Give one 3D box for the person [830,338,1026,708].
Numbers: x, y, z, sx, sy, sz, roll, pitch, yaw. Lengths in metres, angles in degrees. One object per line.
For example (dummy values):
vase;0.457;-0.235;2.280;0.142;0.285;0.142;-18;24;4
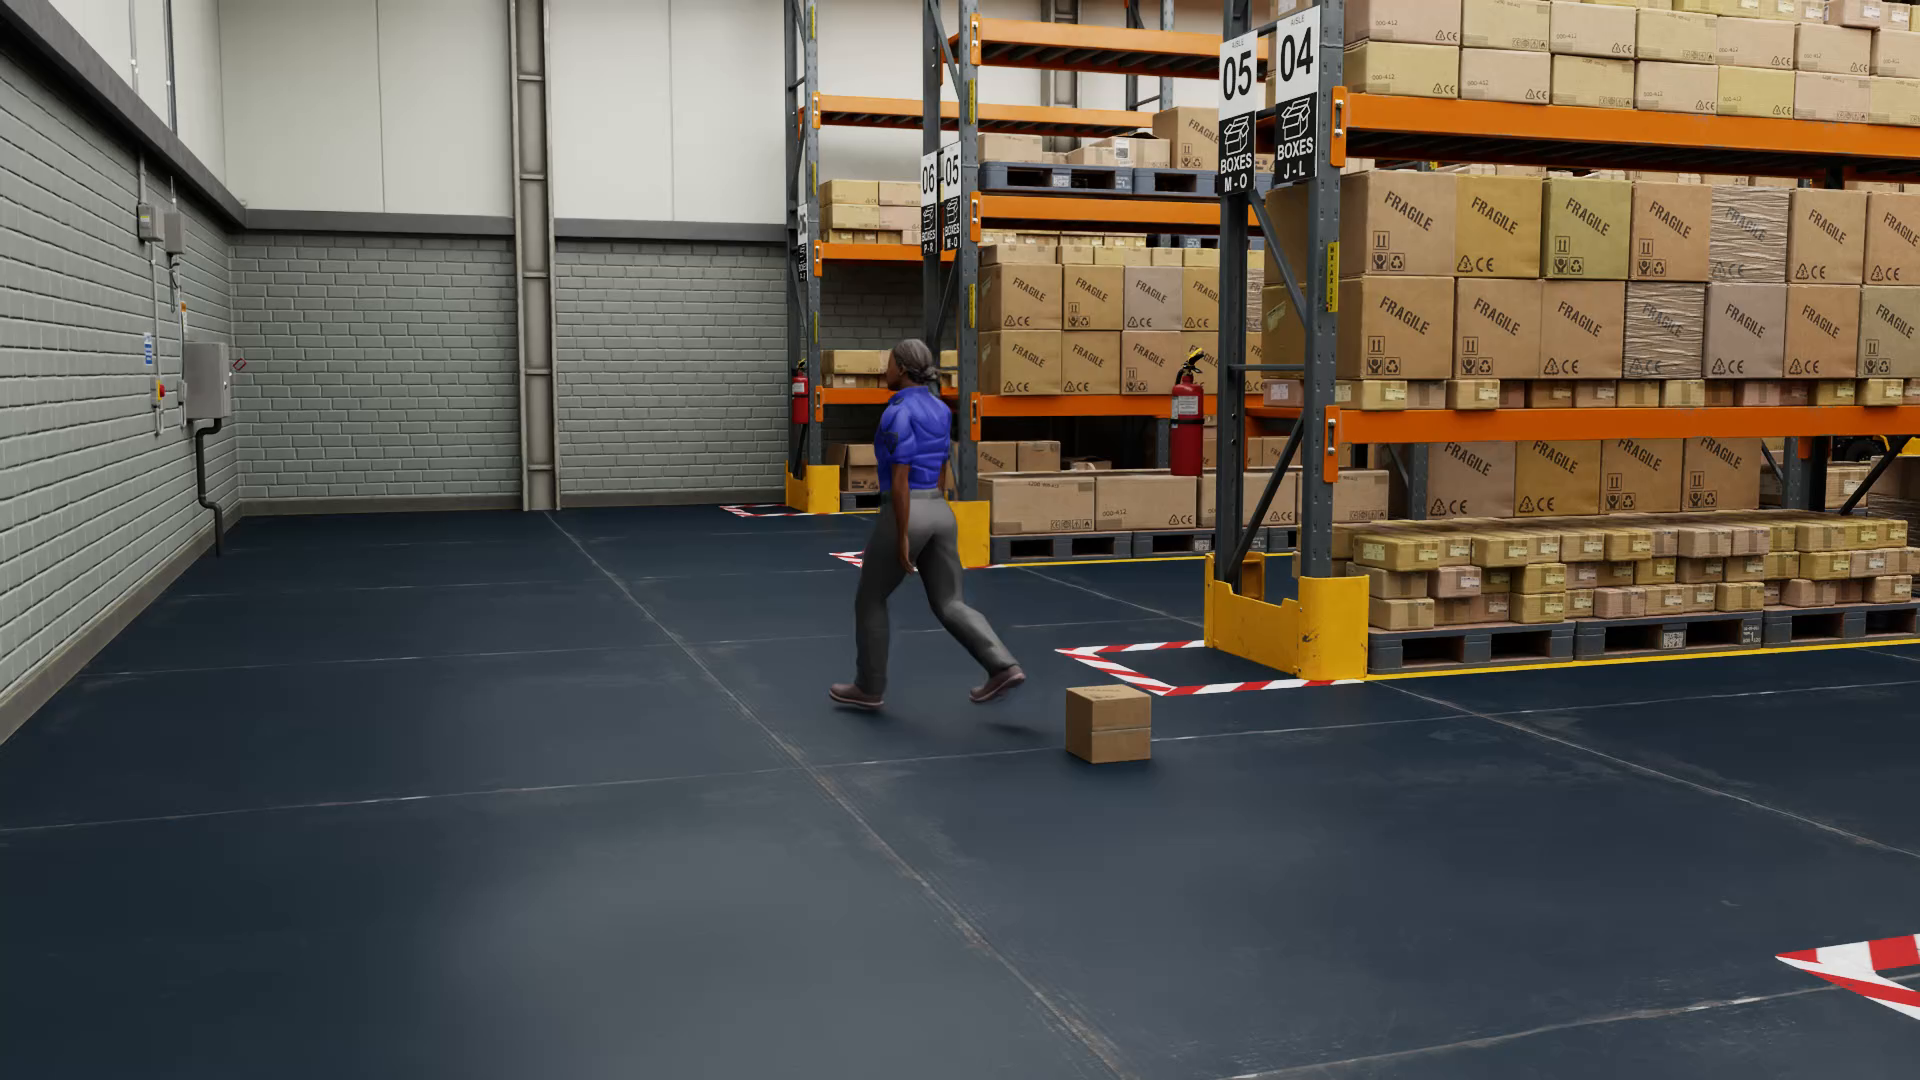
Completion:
person;-0.162;-0.058;7.151;0.961;1.610;0.435;5;8;39
